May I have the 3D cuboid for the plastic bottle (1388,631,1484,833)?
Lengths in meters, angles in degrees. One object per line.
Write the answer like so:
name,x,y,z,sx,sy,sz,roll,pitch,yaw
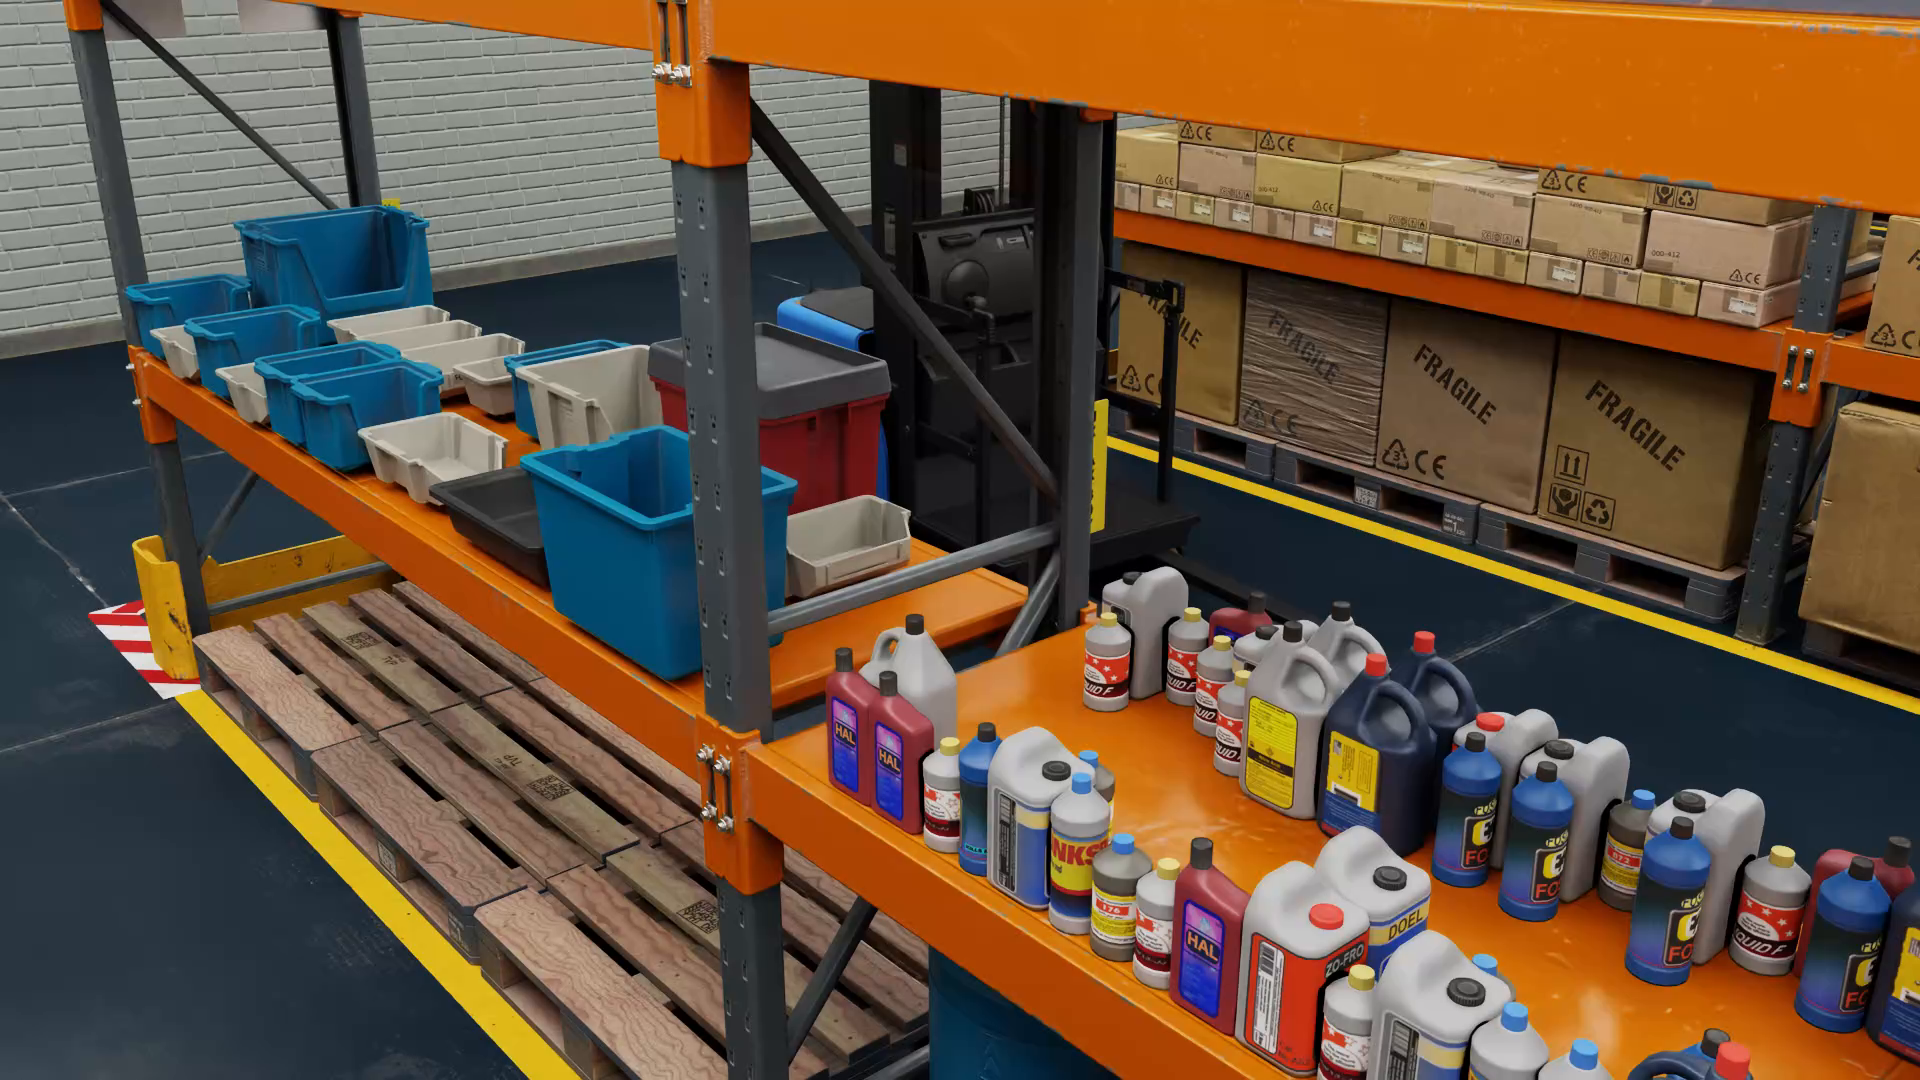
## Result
plastic bottle,0.859,0.342,3.065,0.144,0.351,0.185,-17,27,-37

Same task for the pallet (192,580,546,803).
pallet,-2.212,0.523,6.360,1.003,0.211,1.213,-17,27,-37

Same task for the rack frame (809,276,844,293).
rack frame,-0.666,-0.845,8.703,0.200,1.050,0.008,-14,21,-31

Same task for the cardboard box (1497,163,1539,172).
cardboard box,2.865,-1.978,7.692,0.500,0.500,0.500,-19,28,-39

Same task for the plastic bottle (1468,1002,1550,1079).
plastic bottle,0.714,0.729,2.186,0.097,0.271,0.097,0,21,0

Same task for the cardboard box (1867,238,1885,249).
cardboard box,6.397,-1.967,11.411,0.380,0.149,0.250,-17,27,-37

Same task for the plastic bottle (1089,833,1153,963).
plastic bottle,0.261,0.570,2.689,0.097,0.201,0.097,0,21,0

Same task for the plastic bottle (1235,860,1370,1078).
plastic bottle,0.508,0.624,2.447,0.152,0.276,0.135,-17,27,-37

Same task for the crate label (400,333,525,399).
crate label,-1.673,-0.581,5.634,0.396,0.136,0.243,-17,27,-37

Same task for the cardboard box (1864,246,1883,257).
cardboard box,6.050,-1.859,11.134,0.380,0.149,0.250,-17,27,-37

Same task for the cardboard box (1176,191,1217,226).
cardboard box,1.349,-1.757,8.702,0.380,0.149,0.250,-18,28,-39

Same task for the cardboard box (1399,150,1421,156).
cardboard box,2.212,-1.909,8.543,0.500,0.250,0.500,-19,28,-39

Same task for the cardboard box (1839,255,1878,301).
cardboard box,3.701,-1.131,7.103,0.380,0.149,0.250,-17,27,-37

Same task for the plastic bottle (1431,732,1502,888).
plastic bottle,0.877,0.459,2.875,0.097,0.271,0.097,0,21,0

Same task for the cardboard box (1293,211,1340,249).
cardboard box,1.854,-1.544,8.157,0.380,0.149,0.250,-18,28,-38

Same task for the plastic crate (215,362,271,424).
plastic crate,-2.220,-0.476,5.365,0.250,0.136,0.298,-17,27,-37

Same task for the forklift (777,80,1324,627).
forklift,0.351,-1.177,6.971,1.130,2.935,3.031,-14,25,-32

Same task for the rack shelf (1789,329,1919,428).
rack shelf,4.948,-0.199,5.366,1.077,0.370,4.000,-17,27,-37

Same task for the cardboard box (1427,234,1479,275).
cardboard box,2.356,-1.331,7.614,0.380,0.149,0.250,-18,28,-38

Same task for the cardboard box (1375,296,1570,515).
cardboard box,2.685,-0.743,8.106,0.875,0.875,0.875,-17,27,-37

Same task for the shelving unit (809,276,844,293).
shelving unit,-0.598,-0.816,8.605,0.215,1.050,0.252,-14,21,-31

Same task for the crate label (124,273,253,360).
crate label,-2.809,-0.816,6.103,0.416,0.233,0.303,-17,27,-37

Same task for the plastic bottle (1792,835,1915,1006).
plastic bottle,1.385,0.573,2.568,0.061,0.283,0.133,-17,27,-37

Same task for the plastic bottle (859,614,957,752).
plastic bottle,-0.099,0.301,3.171,0.144,0.351,0.185,-17,27,-37

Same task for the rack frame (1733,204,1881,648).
rack frame,3.642,-1.087,6.646,1.000,3.000,0.127,-17,27,-37

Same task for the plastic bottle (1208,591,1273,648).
plastic bottle,0.578,0.231,3.440,0.061,0.283,0.133,-17,27,-37

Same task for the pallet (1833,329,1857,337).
pallet,6.200,-1.456,11.411,1.003,0.211,1.213,-17,27,-37

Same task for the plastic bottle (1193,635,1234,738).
plastic bottle,0.530,0.293,3.394,0.097,0.201,0.097,0,21,0

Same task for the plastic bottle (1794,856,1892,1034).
plastic bottle,1.336,0.602,2.509,0.097,0.271,0.097,0,21,0

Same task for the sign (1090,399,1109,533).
sign,0.308,-0.167,3.918,0.100,0.325,0.005,-17,27,-37

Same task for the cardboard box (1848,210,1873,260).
cardboard box,3.534,-1.348,7.110,0.500,0.250,0.500,-18,28,-38

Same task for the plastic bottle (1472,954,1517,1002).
plastic bottle,0.742,0.688,2.386,0.097,0.201,0.097,0,21,0

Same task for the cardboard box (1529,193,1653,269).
cardboard box,2.816,-1.357,7.135,0.500,0.250,0.500,-16,27,-36

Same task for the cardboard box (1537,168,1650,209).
cardboard box,2.816,-1.708,7.000,0.500,0.500,0.500,-17,27,-37

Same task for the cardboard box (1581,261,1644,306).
cardboard box,2.859,-1.118,7.070,0.380,0.149,0.250,-18,28,-38

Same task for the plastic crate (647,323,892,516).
plastic crate,-0.503,-0.272,4.395,0.402,0.464,0.583,-17,27,-37

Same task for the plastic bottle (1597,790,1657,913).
plastic bottle,1.144,0.520,2.817,0.097,0.201,0.097,0,21,0

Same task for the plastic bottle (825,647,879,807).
plastic bottle,-0.194,0.349,3.139,0.061,0.283,0.133,-17,27,-37

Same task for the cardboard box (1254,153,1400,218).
cardboard box,1.810,-1.782,8.219,0.500,0.250,0.500,-19,28,-39

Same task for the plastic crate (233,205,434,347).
plastic crate,-2.361,-1.009,6.317,0.616,0.435,0.499,-17,27,-37

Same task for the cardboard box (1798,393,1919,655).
cardboard box,4.075,-0.121,6.518,1.225,0.875,0.875,-17,27,-37

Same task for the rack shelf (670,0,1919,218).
rack shelf,1.195,-0.417,1.809,1.077,0.370,4.000,-17,27,-37

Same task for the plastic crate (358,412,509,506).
plastic crate,-1.474,-0.223,4.718,0.293,0.136,0.466,-17,27,-37

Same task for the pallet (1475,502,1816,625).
pallet,3.205,-0.017,7.739,1.003,0.211,1.213,-17,27,-37

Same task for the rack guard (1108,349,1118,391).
rack guard,1.016,-1.035,9.940,1.175,0.500,0.348,-17,27,-37

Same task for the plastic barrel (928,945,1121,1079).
plastic barrel,0.232,1.028,3.548,0.600,0.901,0.708,-17,27,-37

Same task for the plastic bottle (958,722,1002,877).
plastic bottle,0.046,0.446,2.908,0.097,0.271,0.097,0,21,0
